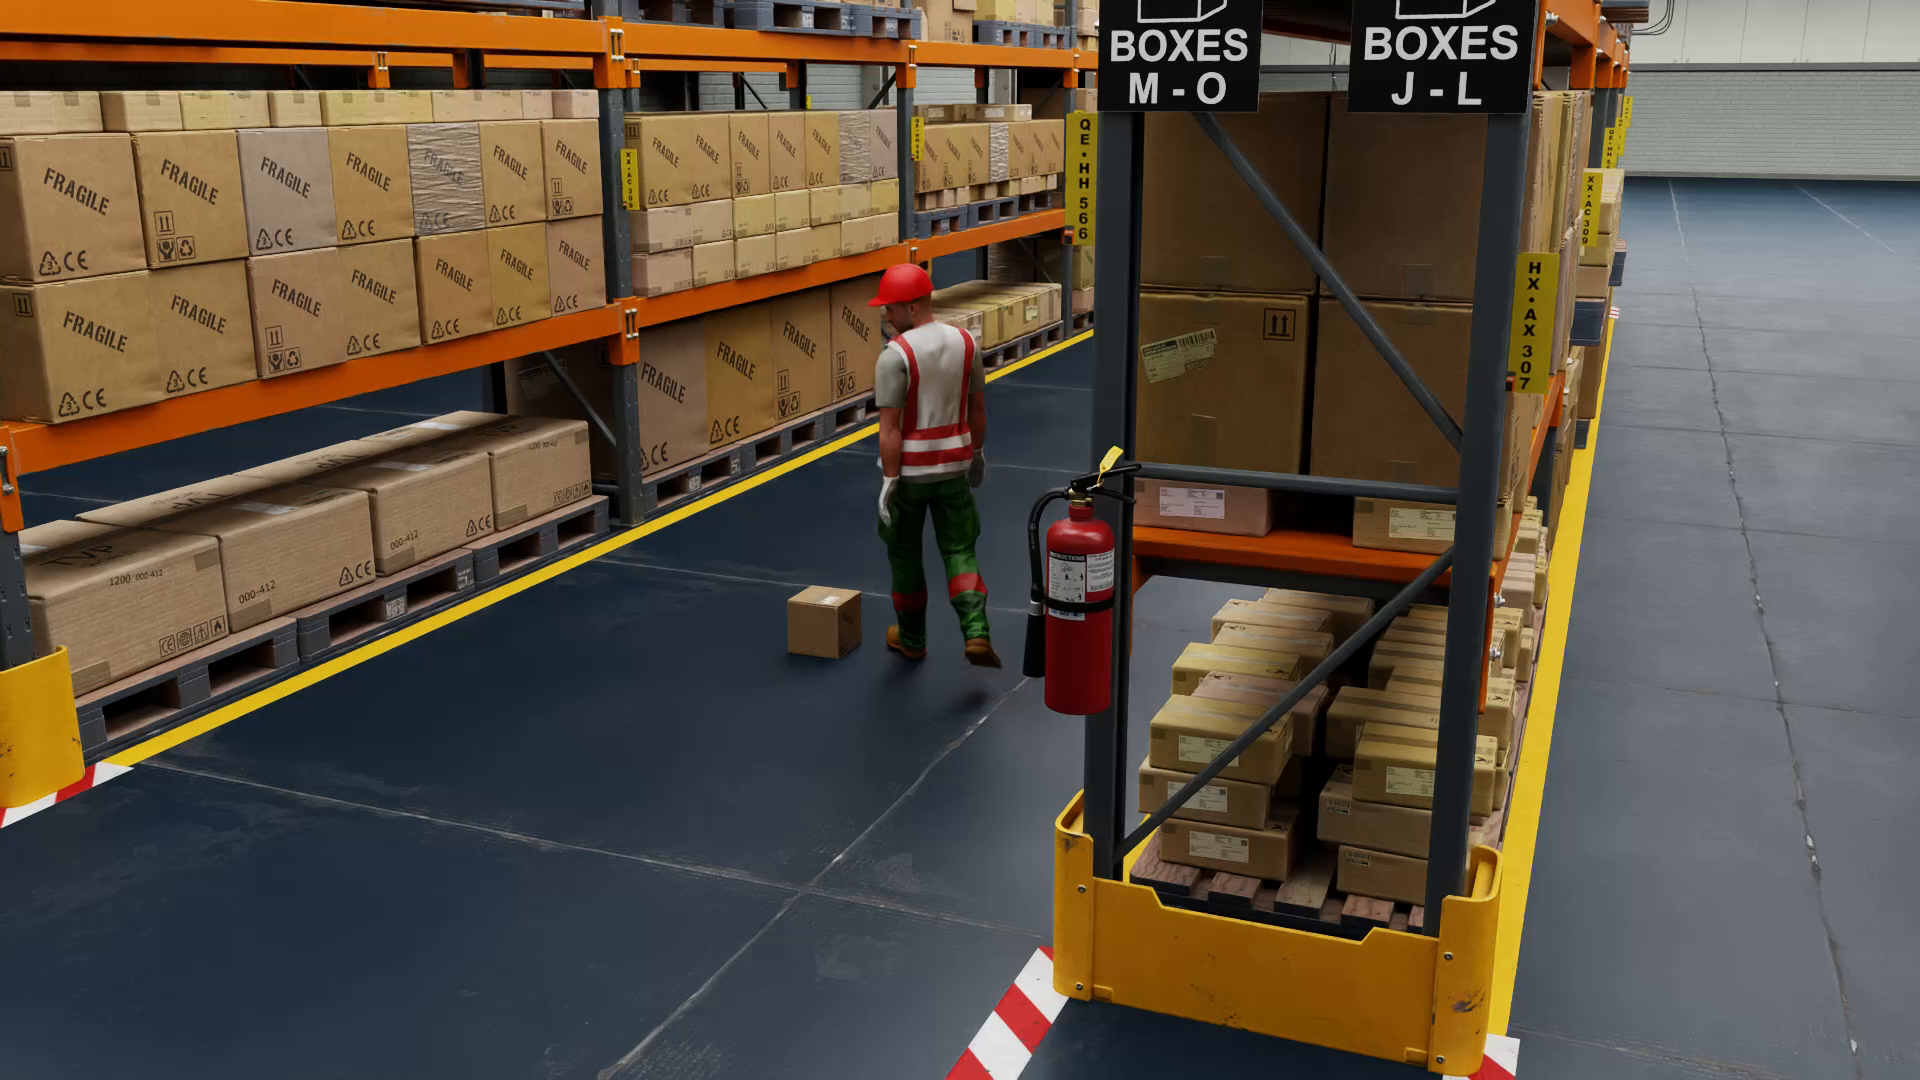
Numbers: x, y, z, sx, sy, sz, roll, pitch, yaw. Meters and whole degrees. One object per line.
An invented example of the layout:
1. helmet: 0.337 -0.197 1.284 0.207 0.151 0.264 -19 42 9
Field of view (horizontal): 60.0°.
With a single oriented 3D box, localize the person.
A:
1. person: -0.104 -0.286 7.037 0.602 1.763 0.880 -7 17 -25
